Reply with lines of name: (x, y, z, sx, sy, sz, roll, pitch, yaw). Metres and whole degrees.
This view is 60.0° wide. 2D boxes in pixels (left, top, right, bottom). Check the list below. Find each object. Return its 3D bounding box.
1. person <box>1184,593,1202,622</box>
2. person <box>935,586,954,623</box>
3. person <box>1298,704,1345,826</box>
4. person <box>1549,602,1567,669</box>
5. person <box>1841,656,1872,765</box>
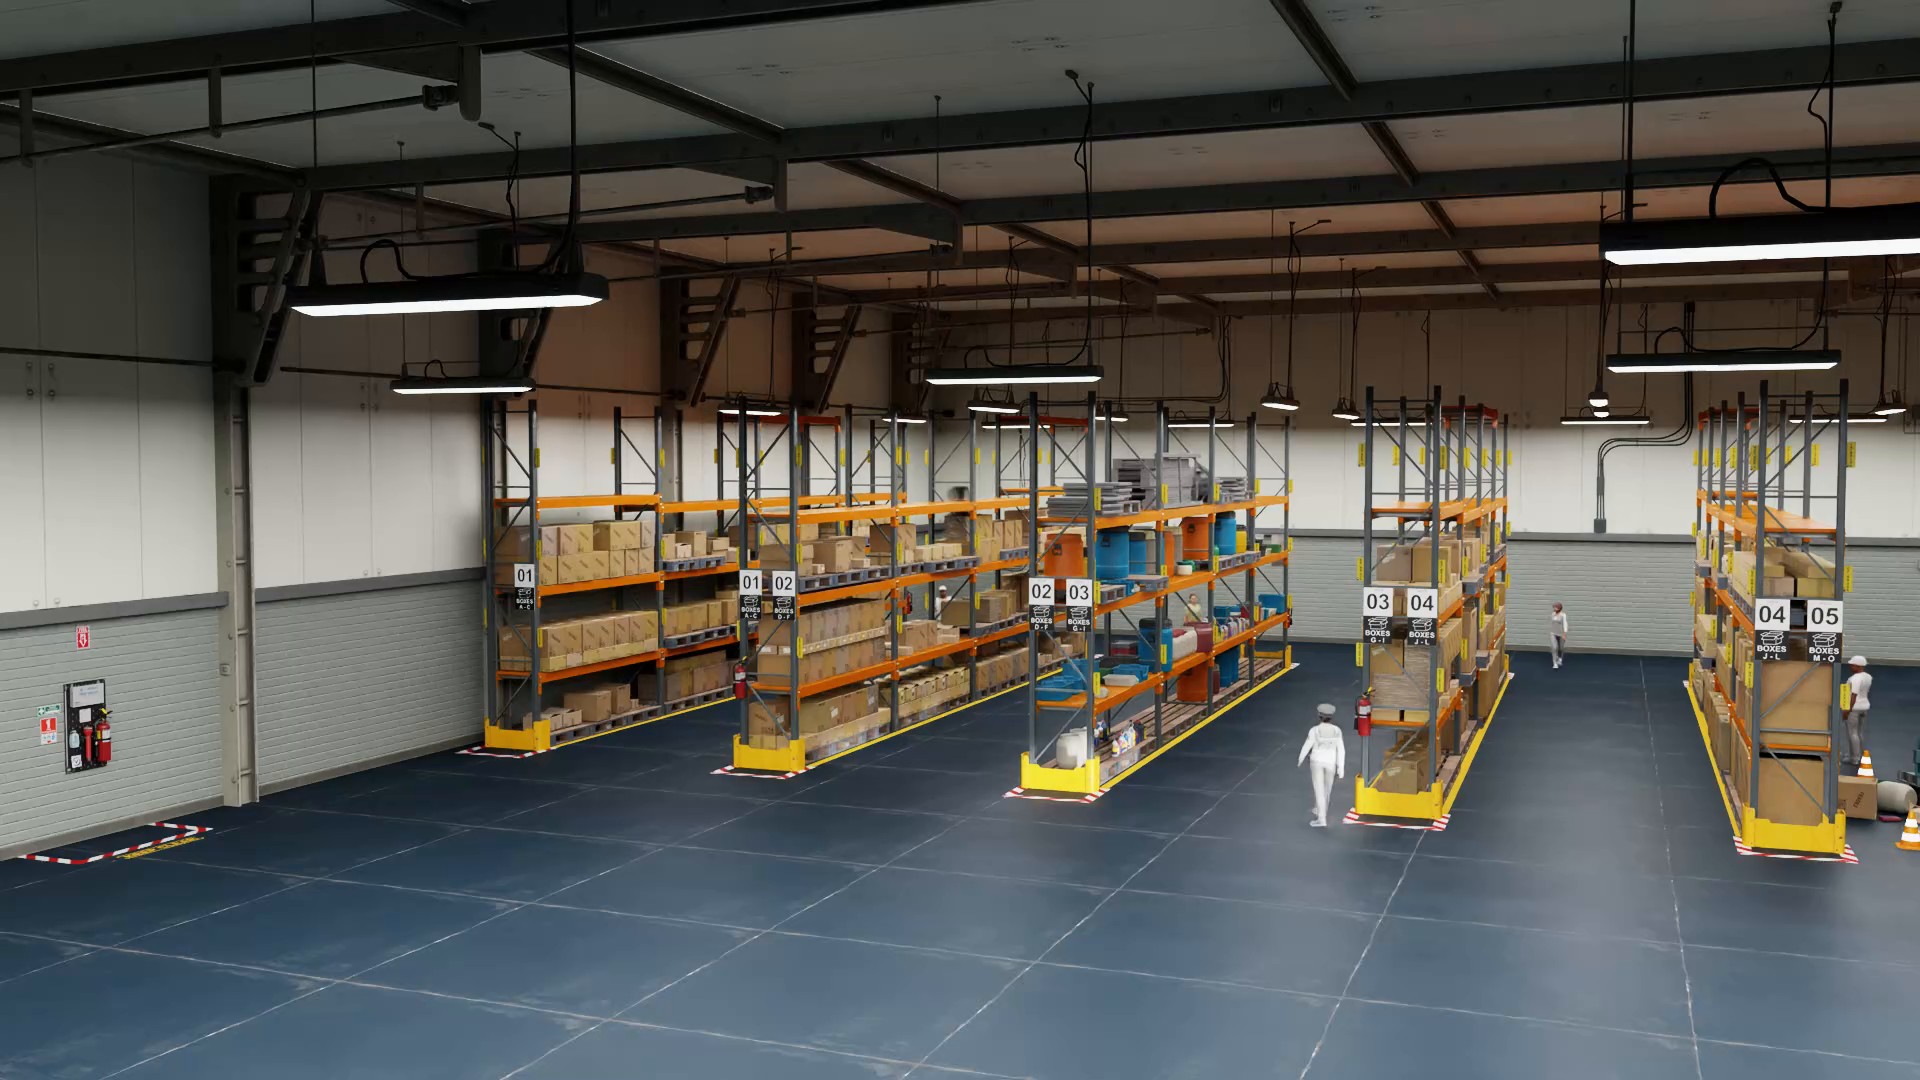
person: (5.787, 2.157, 41.019, 0.533, 1.693, 0.407, -1, 3, -17)
person: (-0.377, 2.041, 42.546, 0.676, 1.736, 0.890, 1, 3, 18)
person: (4.935, 3.036, 22.708, 0.588, 1.632, 0.936, 0, 3, 3)
person: (14.212, 2.258, 39.528, 0.408, 1.559, 0.703, 1, 3, 16)
person: (14.701, 2.778, 27.402, 0.593, 1.763, 0.586, -1, 3, -22)
